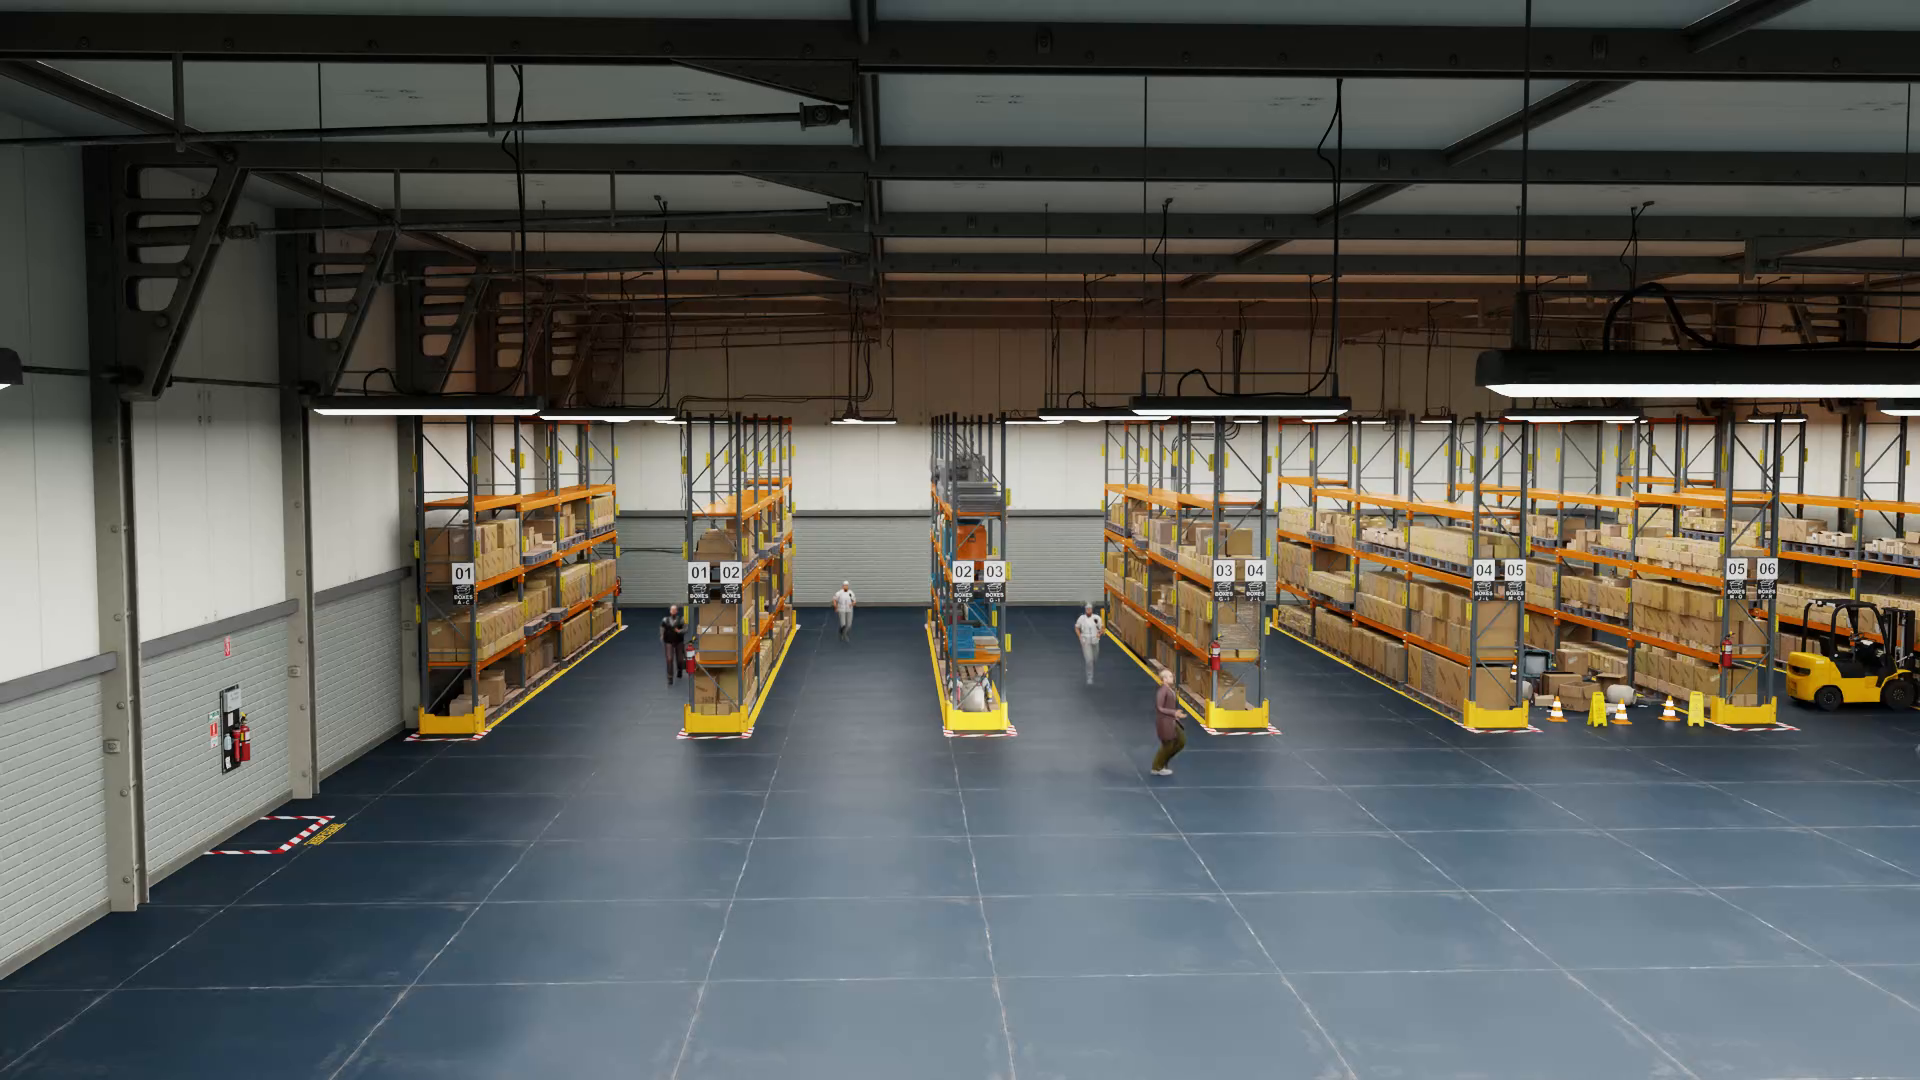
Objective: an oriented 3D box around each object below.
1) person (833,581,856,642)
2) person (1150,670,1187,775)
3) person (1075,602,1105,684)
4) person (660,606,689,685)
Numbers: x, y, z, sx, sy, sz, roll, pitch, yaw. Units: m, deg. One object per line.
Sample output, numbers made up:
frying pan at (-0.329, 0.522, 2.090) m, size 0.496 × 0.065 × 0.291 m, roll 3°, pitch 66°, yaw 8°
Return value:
person at (-3.029, 1.906, 44.006) m, size 0.592 × 1.627 × 0.598 m, roll -1°, pitch 4°, yaw -15°
person at (3.437, 2.989, 27.213) m, size 0.654 × 1.735 × 0.682 m, roll 2°, pitch 4°, yaw 25°
person at (2.881, 2.264, 36.801) m, size 0.655 × 1.775 × 0.775 m, roll 0°, pitch 4°, yaw -3°
person at (-6.383, 2.314, 37.110) m, size 0.656 × 1.707 × 0.970 m, roll 0°, pitch 4°, yaw -5°
